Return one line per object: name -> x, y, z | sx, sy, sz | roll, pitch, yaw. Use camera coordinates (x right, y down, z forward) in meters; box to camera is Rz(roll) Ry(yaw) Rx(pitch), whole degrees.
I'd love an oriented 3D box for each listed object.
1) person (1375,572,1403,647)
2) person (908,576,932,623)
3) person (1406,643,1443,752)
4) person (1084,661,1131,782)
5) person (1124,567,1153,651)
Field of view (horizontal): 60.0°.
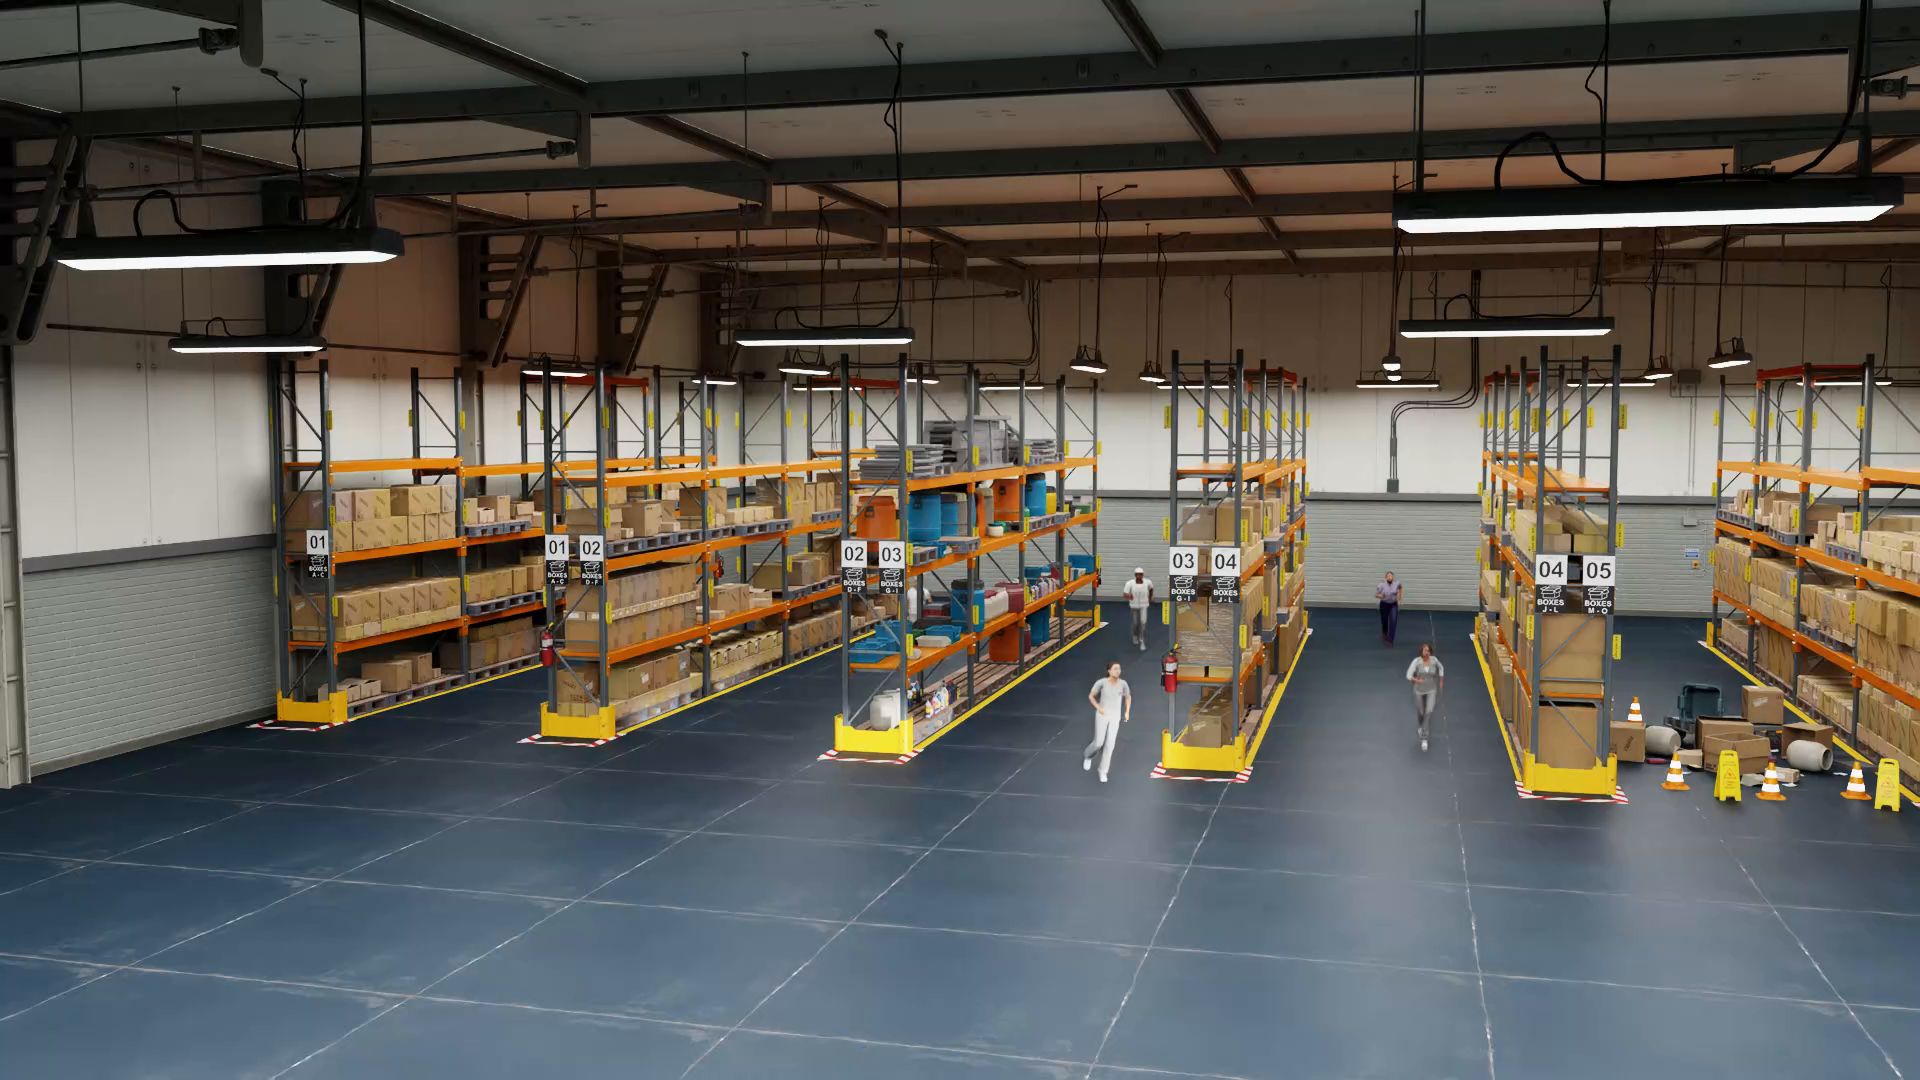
person -> 9.580, 1.549, 37.154 | 0.619, 1.686, 0.909 | 1, 4, 10
person -> -0.927, 1.602, 35.937 | 0.593, 1.622, 0.546 | 0, 4, 5
person -> 7.138, 2.371, 25.542 | 0.562, 1.614, 0.899 | 1, 4, 11
person -> 2.111, 2.510, 23.397 | 0.625, 1.657, 0.742 | -1, 4, -11
person -> 3.911, 1.487, 36.493 | 0.640, 1.796, 0.890 | 1, 4, 8
